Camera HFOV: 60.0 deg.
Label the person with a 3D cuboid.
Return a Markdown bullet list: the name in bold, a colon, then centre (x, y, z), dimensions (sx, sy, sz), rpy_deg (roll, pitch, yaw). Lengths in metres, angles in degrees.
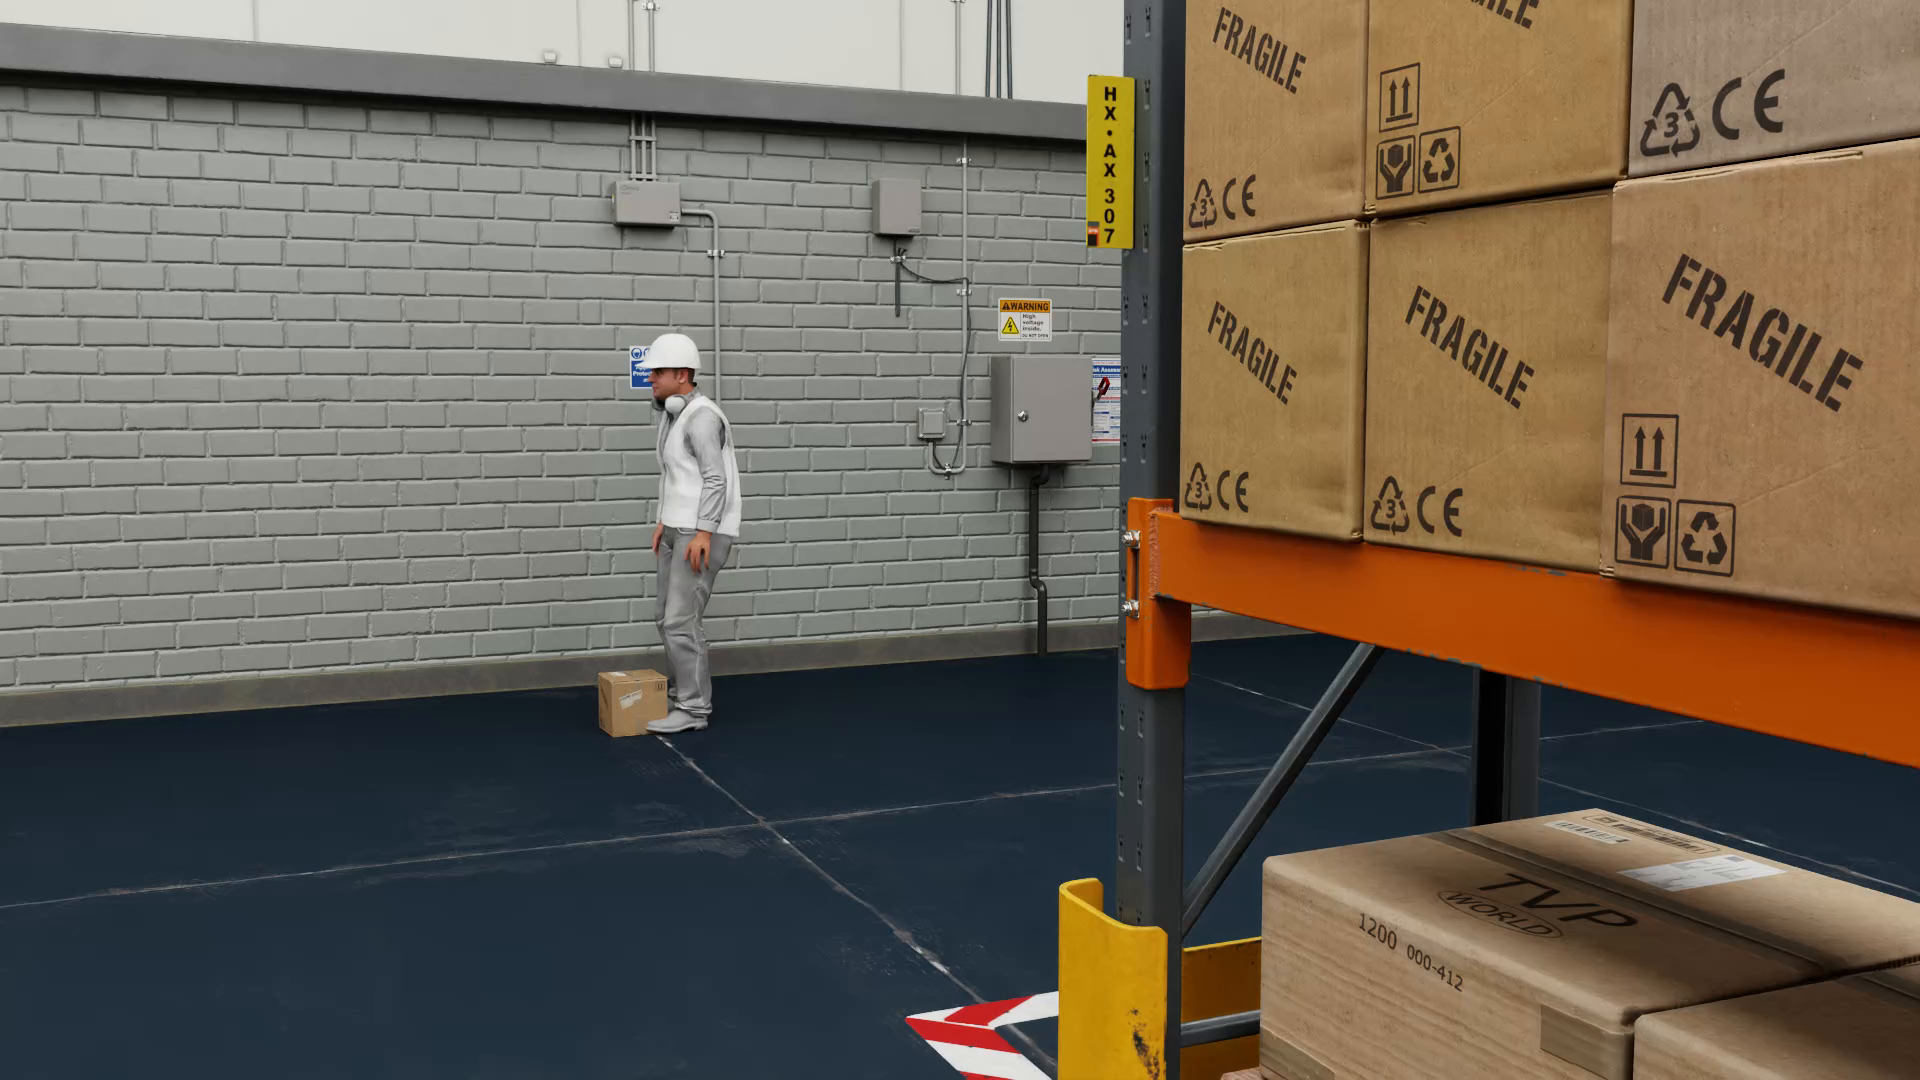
- **person**: centre (-1.235, -0.037, 7.498), dimensions (0.473, 1.771, 0.593), rpy_deg (-3, 6, -27)
